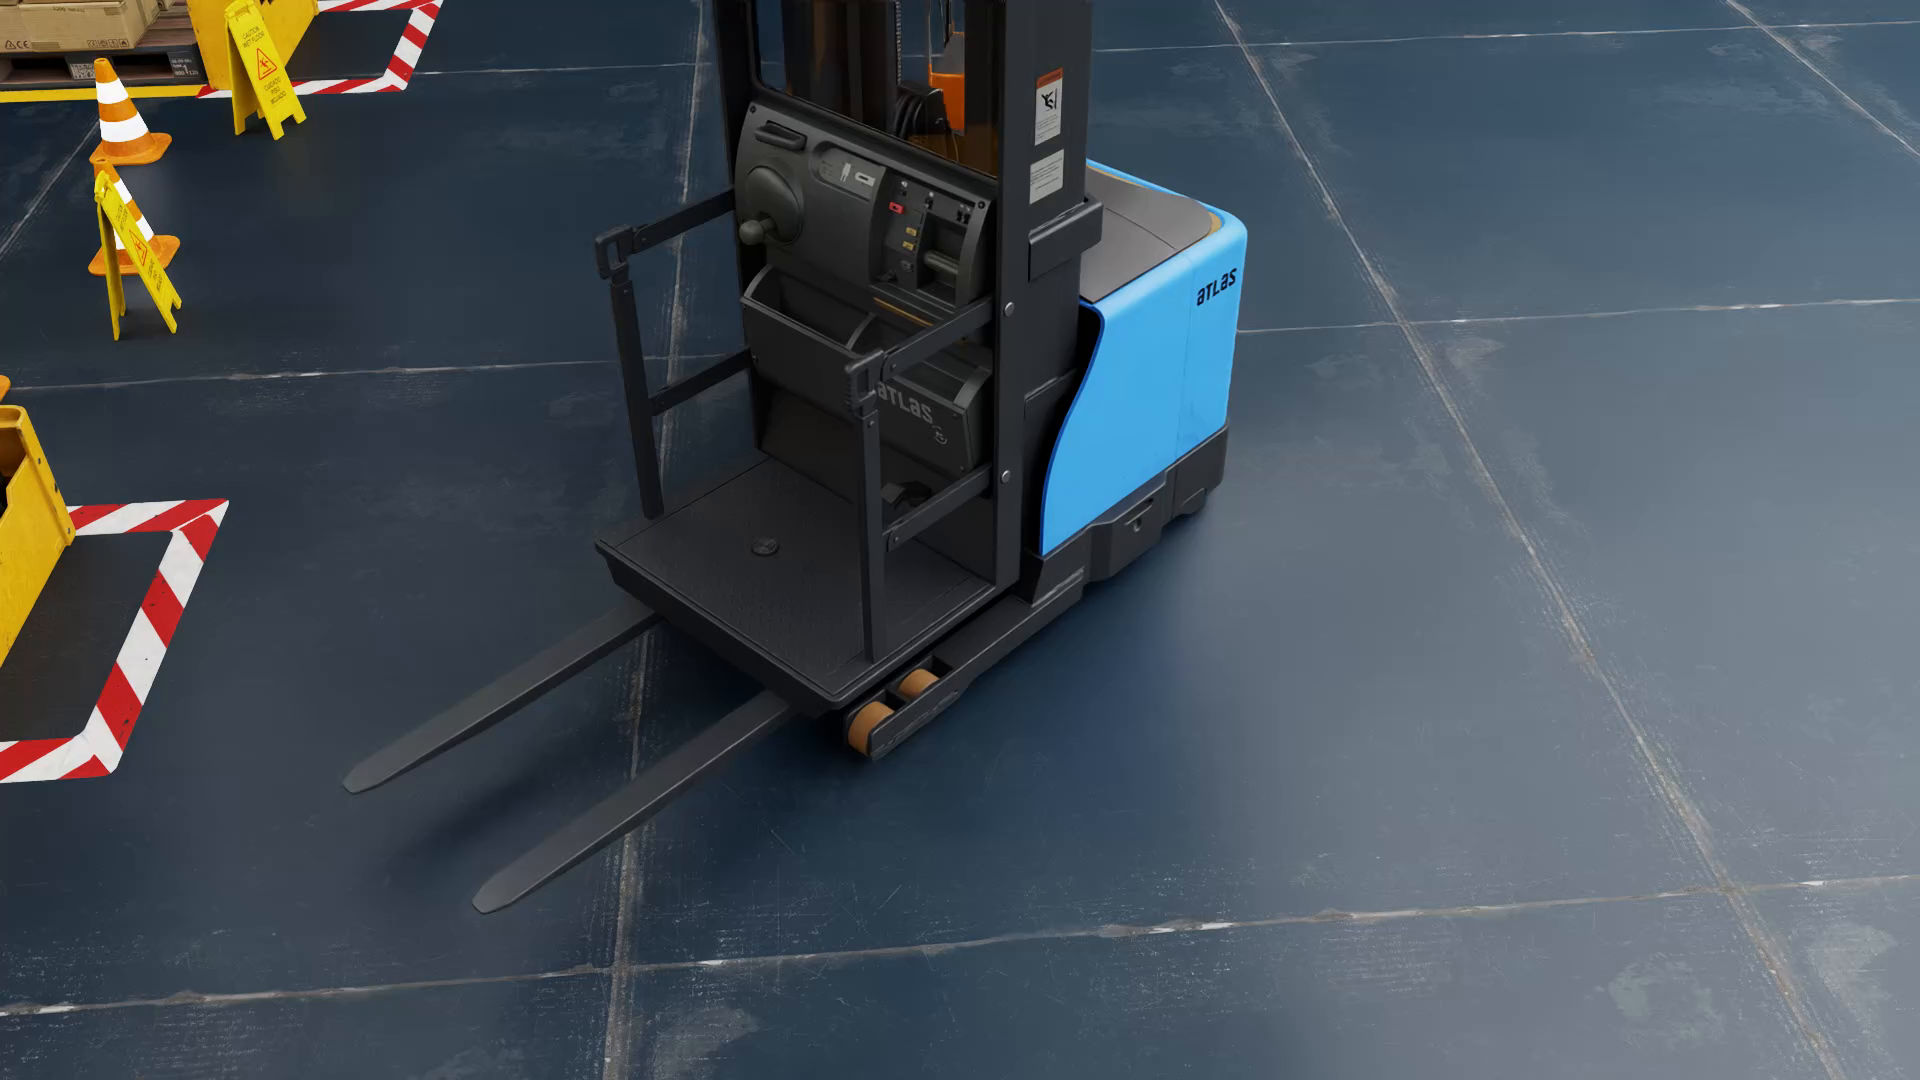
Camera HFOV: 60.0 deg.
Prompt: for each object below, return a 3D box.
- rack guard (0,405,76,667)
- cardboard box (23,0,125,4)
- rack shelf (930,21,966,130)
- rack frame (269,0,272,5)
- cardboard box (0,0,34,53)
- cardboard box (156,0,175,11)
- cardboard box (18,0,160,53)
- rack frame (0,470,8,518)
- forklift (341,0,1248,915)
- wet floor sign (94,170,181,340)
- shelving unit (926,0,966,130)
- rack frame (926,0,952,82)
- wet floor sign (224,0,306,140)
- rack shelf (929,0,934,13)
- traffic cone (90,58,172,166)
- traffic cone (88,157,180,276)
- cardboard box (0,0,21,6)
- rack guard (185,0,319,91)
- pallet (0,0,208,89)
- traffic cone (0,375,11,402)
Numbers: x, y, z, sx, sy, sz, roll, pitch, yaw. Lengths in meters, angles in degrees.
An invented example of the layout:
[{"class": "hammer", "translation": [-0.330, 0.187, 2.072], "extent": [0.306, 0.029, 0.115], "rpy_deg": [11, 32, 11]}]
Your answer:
[{"class": "rack guard", "translation": [-3.197, 0.117, 5.198], "extent": [0.348, 0.500, 1.175], "rpy_deg": [-3, 38, -4]}, {"class": "cardboard box", "translation": [-4.534, -3.087, 8.516], "extent": [0.500, 0.500, 0.500], "rpy_deg": [-3, 38, -4]}, {"class": "rack shelf", "translation": [0.168, -1.535, 6.022], "extent": [0.480, 0.518, 0.431], "rpy_deg": [6, 39, 8]}, {"class": "rack frame", "translation": [-3.760, -3.912, 8.286], "extent": [0.127, 3.000, 1.000], "rpy_deg": [-3, 38, -4]}, {"class": "cardboard box", "translation": [-5.058, -2.763, 8.711], "extent": [0.500, 0.250, 0.500], "rpy_deg": [-3, 38, -4]}, {"class": "cardboard box", "translation": [-4.588, -3.124, 9.168], "extent": [0.500, 0.250, 0.500], "rpy_deg": [-3, 38, -4]}, {"class": "cardboard box", "translation": [-4.565, -2.786, 8.740], "extent": [0.500, 0.250, 0.500], "rpy_deg": [-3, 38, -4]}, {"class": "rack frame", "translation": [-3.220, -0.863, 4.422], "extent": [0.127, 3.000, 1.000], "rpy_deg": [-3, 38, -4]}, {"class": "forklift", "translation": [-0.426, -0.862, 4.476], "extent": [1.130, 2.935, 3.031], "rpy_deg": [30, 47, 32]}, {"class": "wet floor sign", "translation": [-3.367, -1.162, 6.702], "extent": [0.232, 0.644, 0.267], "rpy_deg": [-9, 39, -12]}, {"class": "shelving unit", "translation": [0.168, -1.546, 6.014], "extent": [0.503, 2.100, 0.431], "rpy_deg": [6, 39, 8]}, {"class": "rack frame", "translation": [-0.072, -1.573, 6.048], "extent": [0.015, 2.100, 0.400], "rpy_deg": [6, 39, 8]}, {"class": "wet floor sign", "translation": [-3.476, -2.338, 8.192], "extent": [0.232, 0.644, 0.267], "rpy_deg": [9, 39, 12]}, {"class": "rack shelf", "translation": [0.168, -2.085, 5.589], "extent": [0.480, 0.518, 0.431], "rpy_deg": [6, 39, 8]}, {"class": "traffic cone", "translation": [-4.074, -2.096, 8.033], "extent": [0.334, 0.463, 0.336], "rpy_deg": [-3, 38, -4]}, {"class": "traffic cone", "translation": [-3.637, -1.430, 7.189], "extent": [0.334, 0.463, 0.336], "rpy_deg": [-3, 38, -4]}, {"class": "cardboard box", "translation": [-5.054, -3.056, 8.477], "extent": [0.500, 0.500, 0.500], "rpy_deg": [-2, 38, -2]}, {"class": "rack guard", "translation": [-3.835, -2.926, 9.055], "extent": [0.348, 0.500, 1.175], "rpy_deg": [-3, 38, -4]}, {"class": "pallet", "translation": [-4.648, -2.790, 9.116], "extent": [1.213, 0.211, 1.003], "rpy_deg": [-3, 38, -4]}, {"class": "traffic cone", "translation": [-3.875, -0.714, 6.282], "extent": [0.334, 0.463, 0.336], "rpy_deg": [-3, 38, -4]}]
